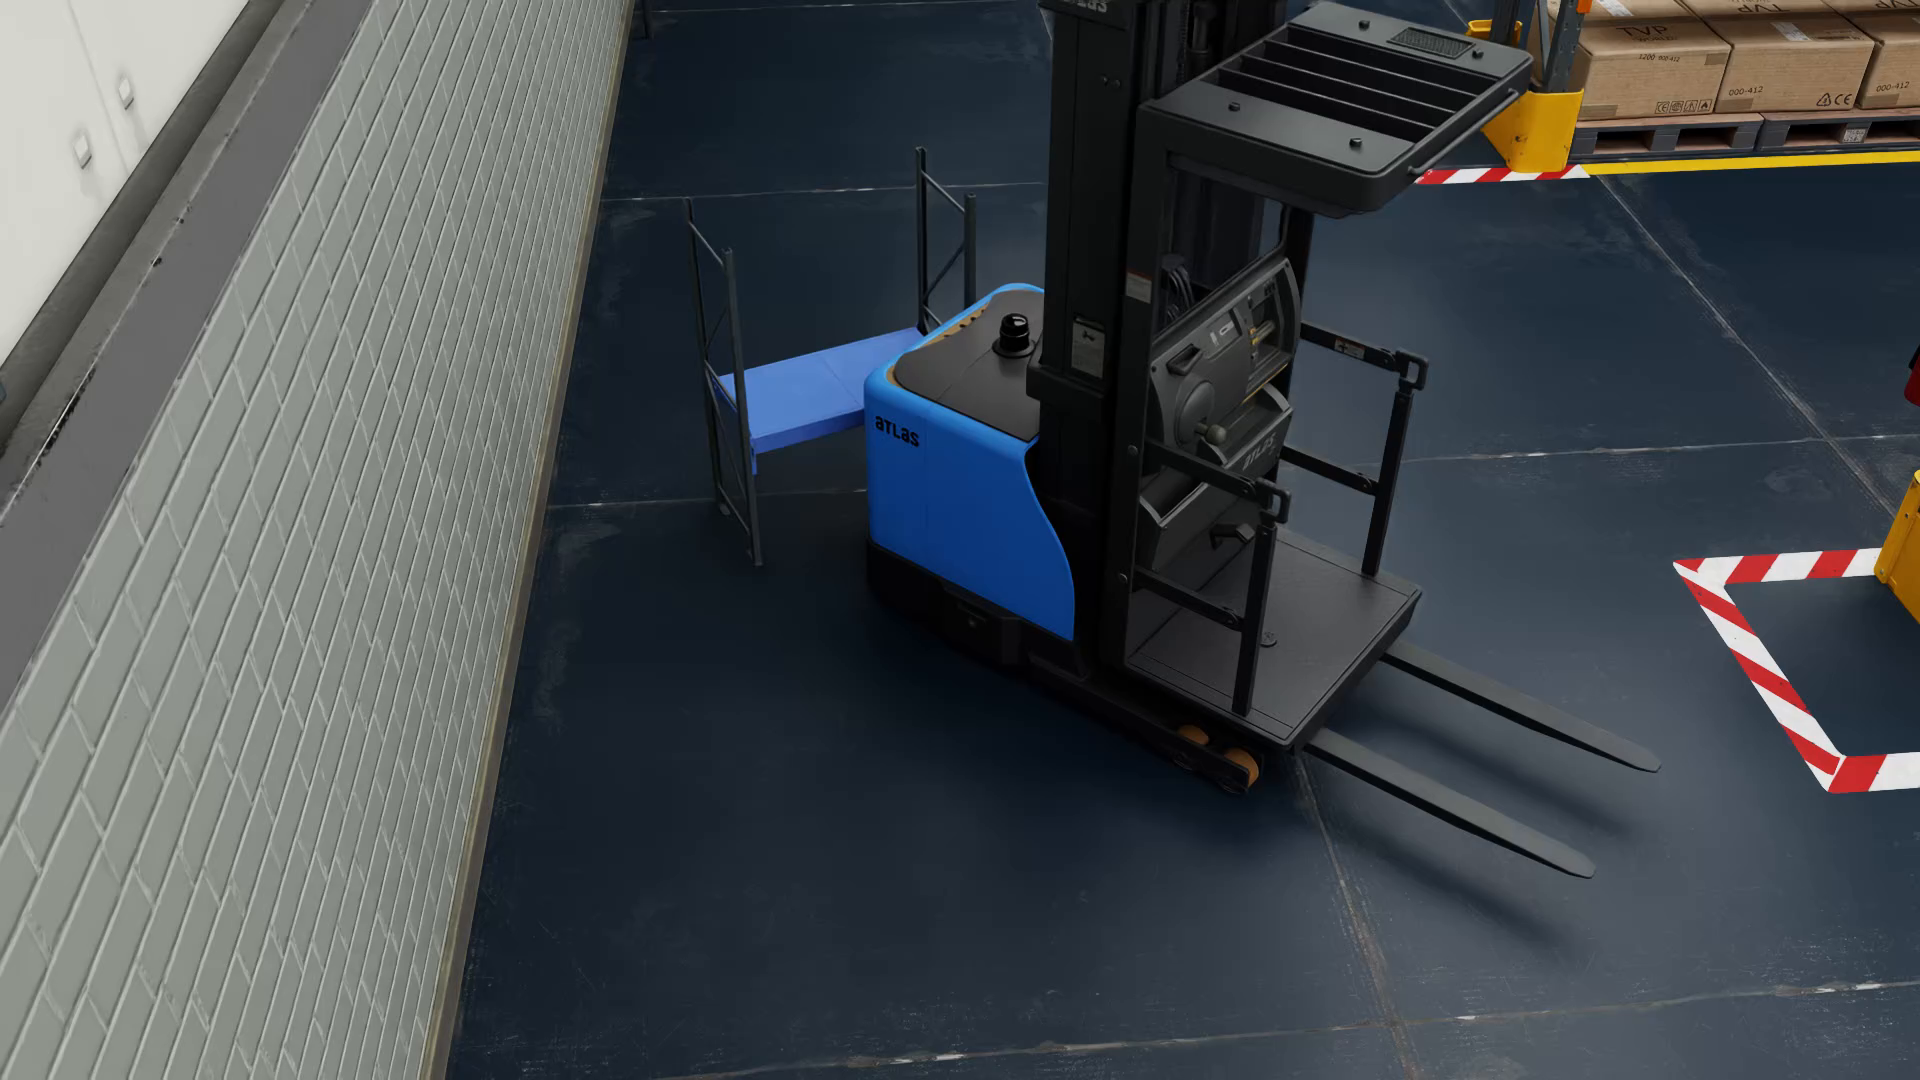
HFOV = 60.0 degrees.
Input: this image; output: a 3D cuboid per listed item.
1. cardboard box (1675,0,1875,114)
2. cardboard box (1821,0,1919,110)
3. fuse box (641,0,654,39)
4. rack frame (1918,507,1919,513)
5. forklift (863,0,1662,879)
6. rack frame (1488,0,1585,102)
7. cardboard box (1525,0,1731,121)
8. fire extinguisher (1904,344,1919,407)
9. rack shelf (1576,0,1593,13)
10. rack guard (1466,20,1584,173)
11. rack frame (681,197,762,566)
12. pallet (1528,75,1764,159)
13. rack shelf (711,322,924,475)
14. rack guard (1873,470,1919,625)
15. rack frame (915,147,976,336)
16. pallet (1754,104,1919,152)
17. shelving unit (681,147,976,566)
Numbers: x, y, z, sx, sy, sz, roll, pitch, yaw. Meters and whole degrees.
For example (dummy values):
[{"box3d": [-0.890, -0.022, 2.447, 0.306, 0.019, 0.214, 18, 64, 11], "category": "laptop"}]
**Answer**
[{"box3d": [5.049, -3.077, 10.457, 0.875, 0.438, 0.875, -2, 38, -3], "category": "cardboard box"}, {"box3d": [5.948, -3.125, 10.519, 0.875, 0.438, 0.875, -4, 38, -5], "category": "cardboard box"}, {"box3d": [-2.165, -4.239, 11.241, 0.414, 1.711, 0.539, -3, 38, -4], "category": "fuse box"}, {"box3d": [4.029, -0.716, 5.736, 0.127, 3.000, 1.000, -3, 38, -4], "category": "rack frame"}, {"box3d": [1.089, -0.600, 5.645, 3.031, 2.935, 1.130, 26, 45, 29], "category": "forklift"}, {"box3d": [3.490, -3.764, 9.599, 0.127, 3.000, 1.000, -3, 38, -4], "category": "rack frame"}, {"box3d": [4.138, -3.021, 10.387, 0.875, 0.438, 0.875, -4, 38, -6], "category": "cardboard box"}, {"box3d": [3.737, -0.810, 6.218, 0.183, 0.674, 0.296, -3, 38, -4], "category": "fire extinguisher"}, {"box3d": [5.482, -3.592, 9.961, 4.000, 0.370, 1.077, -3, 38, -4], "category": "rack shelf"}, {"box3d": [3.466, -2.782, 10.372, 0.348, 0.500, 1.175, -3, 38, -4], "category": "rack guard"}, {"box3d": [-0.971, -0.619, 6.824, 0.032, 1.500, 0.500, -17, 41, -20], "category": "rack frame"}, {"box3d": [4.279, -2.762, 10.580, 1.213, 0.211, 1.003, -3, 38, -4], "category": "pallet"}, {"box3d": [-0.516, -0.618, 7.113, 1.000, 0.185, 0.538, -17, 41, -20], "category": "rack shelf"}, {"box3d": [4.105, 0.261, 6.515, 0.348, 0.500, 1.175, -3, 38, -4], "category": "rack guard"}, {"box3d": [-0.060, -0.899, 7.179, 0.032, 1.500, 0.500, -17, 41, -20], "category": "rack frame"}, {"box3d": [5.492, -2.827, 10.662, 1.213, 0.211, 1.003, -3, 38, -4], "category": "pallet"}, {"box3d": [-0.516, -0.759, 7.001, 1.048, 1.500, 0.538, -17, 41, -20], "category": "shelving unit"}]
